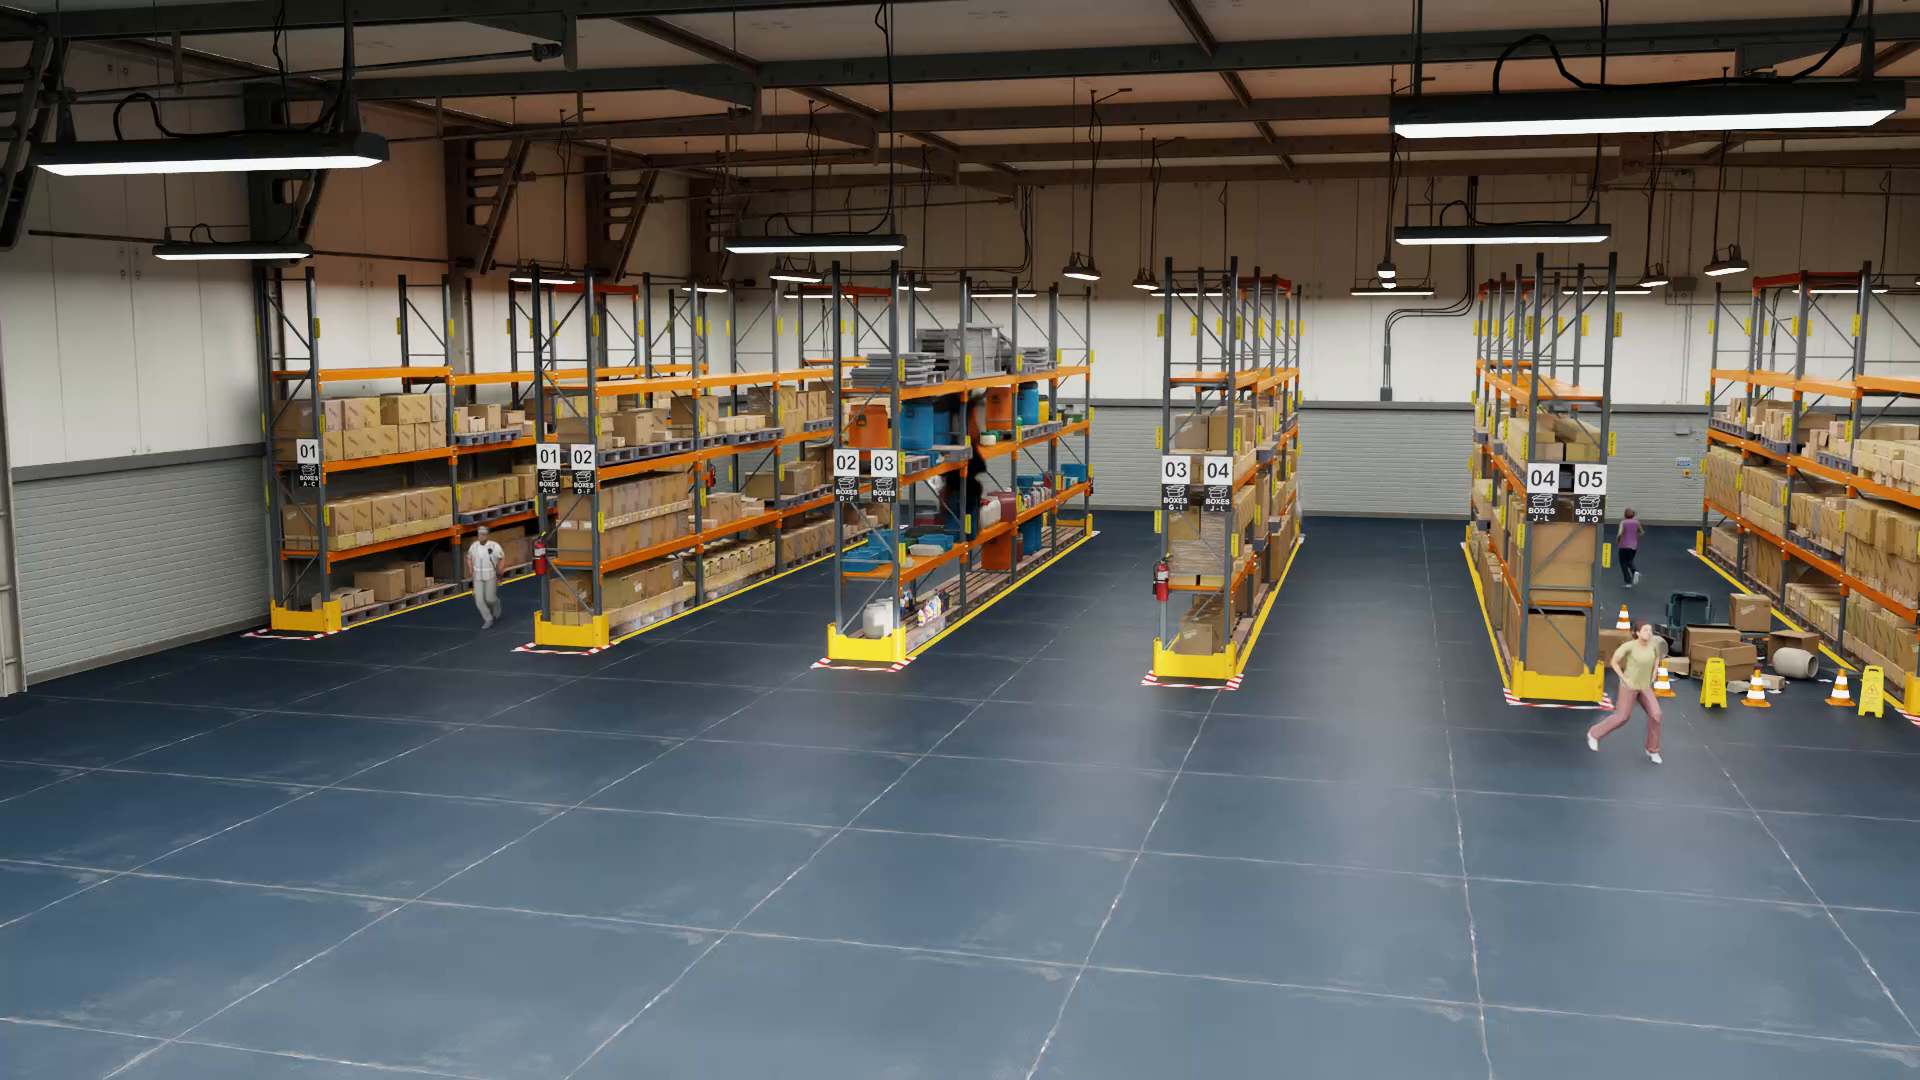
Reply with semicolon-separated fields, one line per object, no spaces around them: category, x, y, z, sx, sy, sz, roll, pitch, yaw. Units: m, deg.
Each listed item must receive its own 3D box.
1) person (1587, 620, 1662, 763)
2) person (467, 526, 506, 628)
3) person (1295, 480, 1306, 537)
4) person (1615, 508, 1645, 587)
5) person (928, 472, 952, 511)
person;7.866;1.751;19.467;0.805;1.665;0.718;-2;8;-18
person;-7.992;0.608;28.001;0.650;1.730;0.620;0;7;3
person;7.991;-0.950;40.100;0.767;1.735;0.712;2;8;16
person;12.972;0.147;32.245;0.522;1.554;0.532;-1;7;-4
person;-0.502;-1.245;42.808;0.641;1.632;0.513;-1;7;-5
